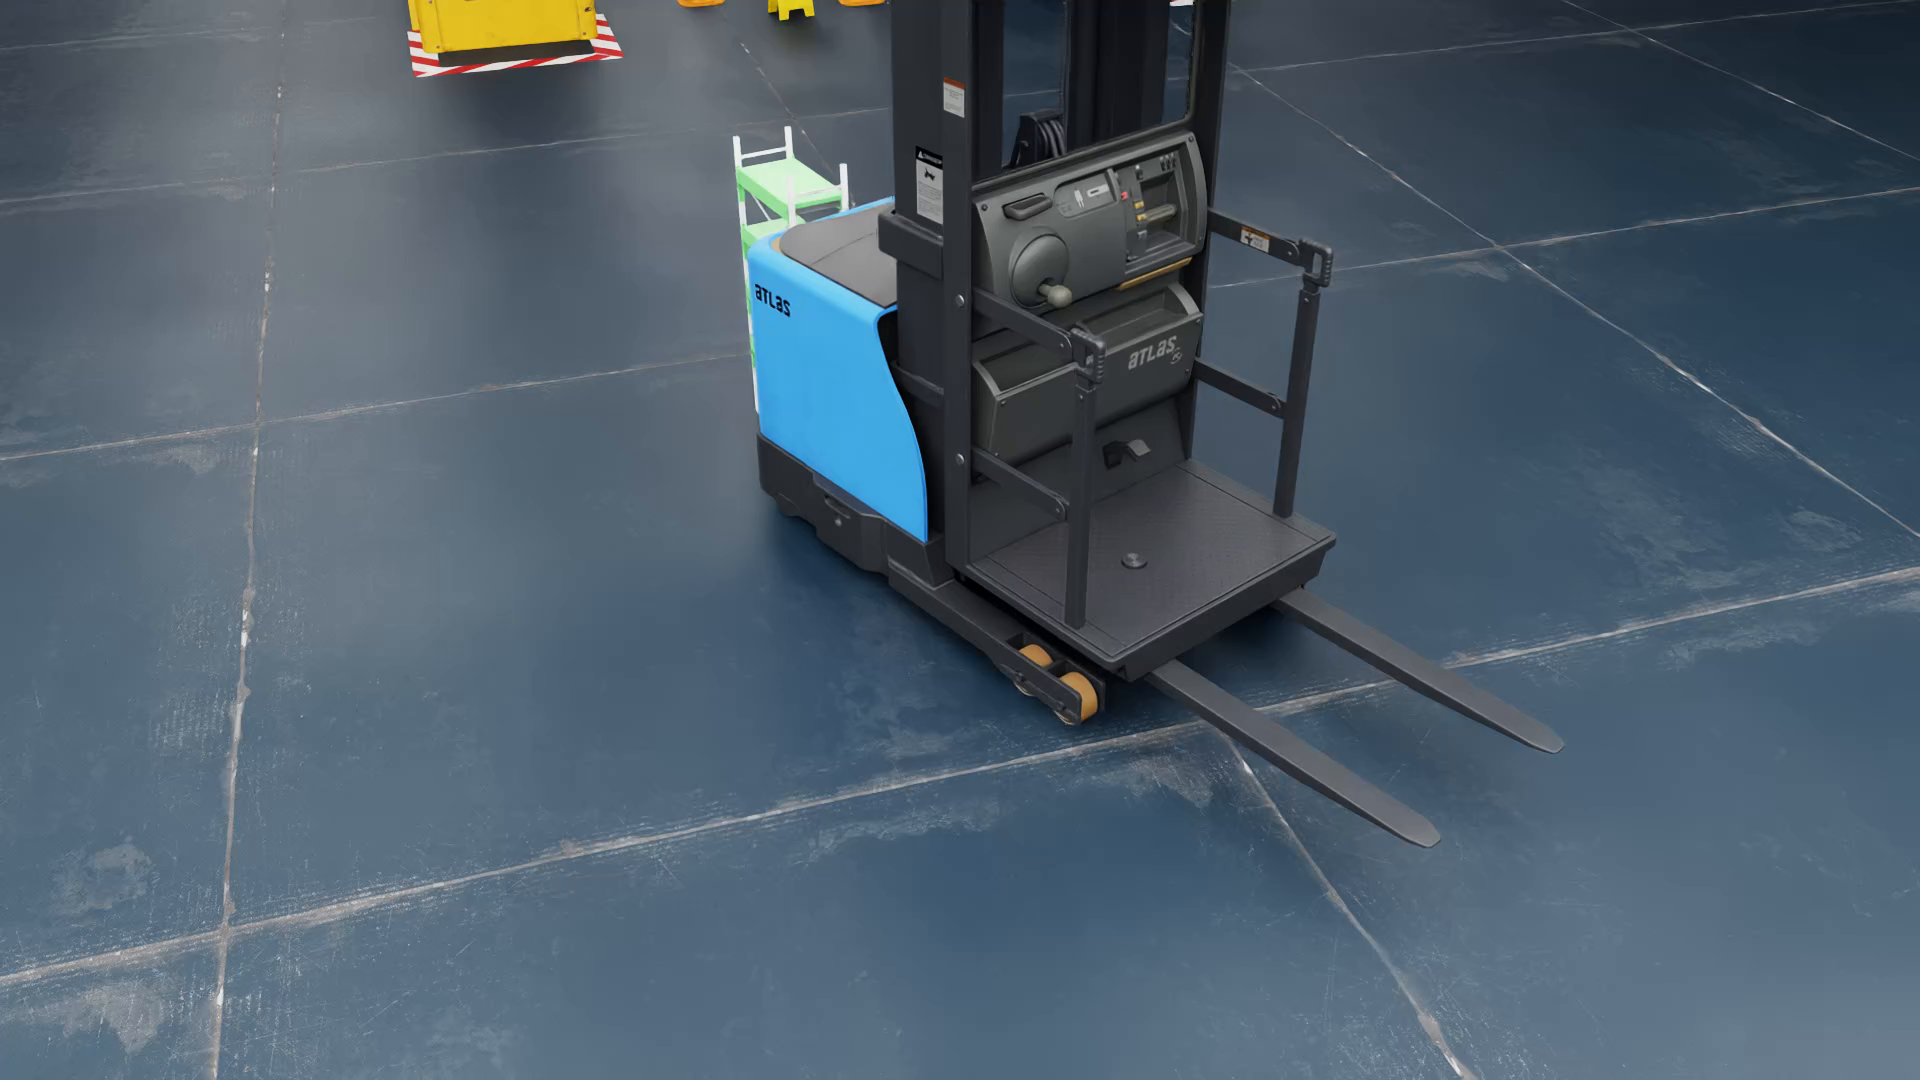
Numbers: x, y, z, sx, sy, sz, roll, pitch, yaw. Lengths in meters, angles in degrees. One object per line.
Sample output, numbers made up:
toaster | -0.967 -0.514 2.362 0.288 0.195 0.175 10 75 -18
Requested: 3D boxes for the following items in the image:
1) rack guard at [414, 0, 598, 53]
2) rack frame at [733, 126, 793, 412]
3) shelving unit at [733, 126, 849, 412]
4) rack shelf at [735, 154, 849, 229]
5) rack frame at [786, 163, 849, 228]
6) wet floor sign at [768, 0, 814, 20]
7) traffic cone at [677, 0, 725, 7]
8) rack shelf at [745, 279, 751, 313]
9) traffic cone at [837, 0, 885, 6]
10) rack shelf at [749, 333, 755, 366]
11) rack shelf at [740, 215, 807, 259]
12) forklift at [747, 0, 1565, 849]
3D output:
rack guard | -3.105 -3.670 11.351 1.175 0.500 0.348 -10 35 -15
rack frame | -0.766 -1.084 6.802 0.240 1.200 0.015 -18 36 -25
shelving unit | -0.645 -0.971 6.623 0.258 1.200 0.503 -18 36 -25
rack shelf | -0.648 -1.321 6.399 0.258 0.148 0.480 -18 36 -25
rack frame | -0.523 -0.858 6.445 0.240 1.200 0.015 -18 36 -25
wet floor sign | -1.218 -4.061 11.811 0.267 0.644 0.232 -16 37 -23
traffic cone | -1.922 -4.185 12.163 0.336 0.463 0.334 -10 35 -15
rack shelf | -0.644 -0.917 6.658 0.258 0.148 0.480 -18 36 -25
traffic cone | -0.742 -4.196 12.181 0.336 0.463 0.334 -10 35 -15
rack shelf | -0.642 -0.715 6.787 0.258 0.148 0.480 -18 36 -25
rack shelf | -0.646 -1.119 6.528 0.258 0.148 0.480 -18 36 -25
forklift | 0.561 -0.945 5.022 1.130 2.935 3.031 -25 41 -33
